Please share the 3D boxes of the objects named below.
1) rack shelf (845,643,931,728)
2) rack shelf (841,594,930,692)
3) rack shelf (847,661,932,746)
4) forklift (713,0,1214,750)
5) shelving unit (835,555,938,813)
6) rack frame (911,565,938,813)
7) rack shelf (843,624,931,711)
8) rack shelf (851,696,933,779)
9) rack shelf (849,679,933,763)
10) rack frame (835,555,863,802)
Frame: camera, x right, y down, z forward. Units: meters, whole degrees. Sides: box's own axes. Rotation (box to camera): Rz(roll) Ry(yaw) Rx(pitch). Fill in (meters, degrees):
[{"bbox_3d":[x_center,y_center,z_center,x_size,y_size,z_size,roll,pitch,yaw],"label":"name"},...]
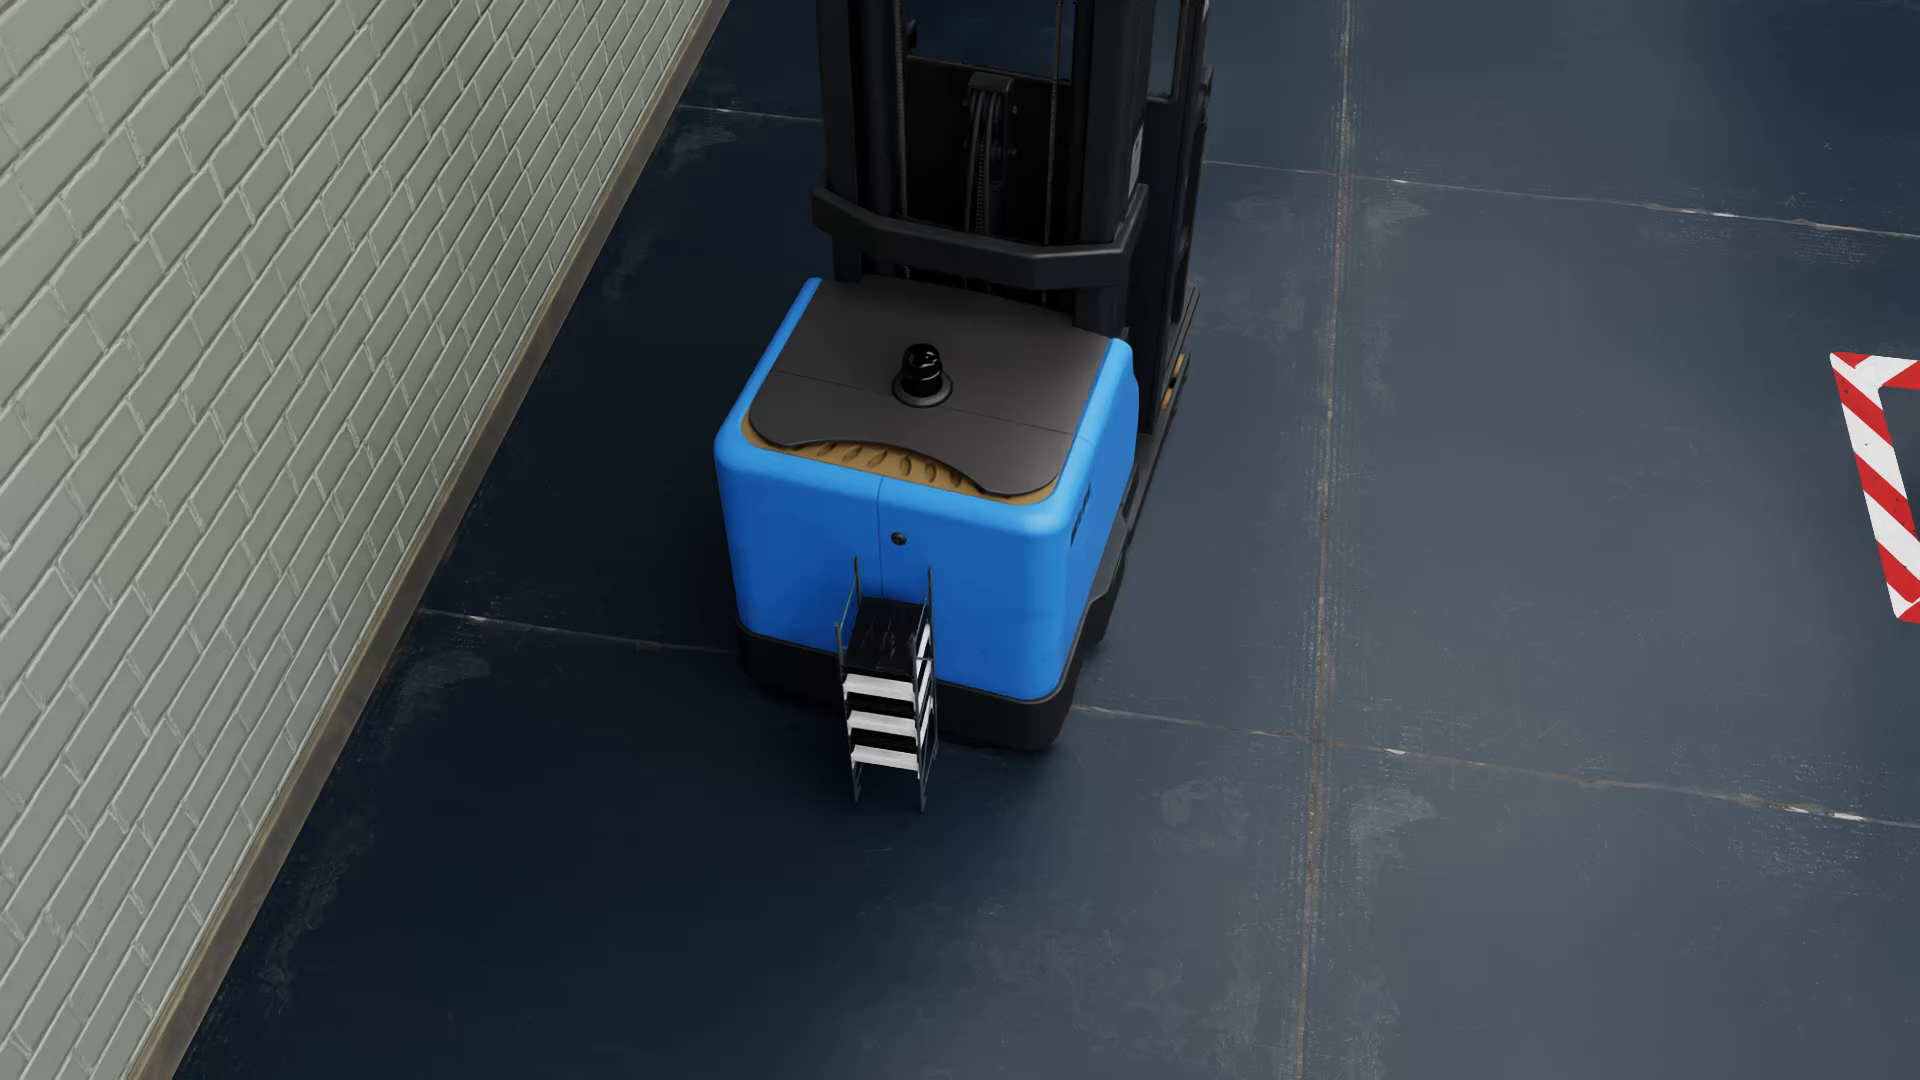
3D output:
[{"bbox_3d":[-0.198,0.395,4.706,0.200,0.077,0.258,8,51,7],"label":"rack shelf"},{"bbox_3d":[-0.200,0.281,4.566,0.200,0.077,0.258,8,51,7],"label":"rack shelf"},{"bbox_3d":[-0.197,0.452,4.775,0.200,0.077,0.258,8,51,7],"label":"rack shelf"},{"bbox_3d":[0.228,-1.460,5.091,1.130,2.935,3.031,13,49,12],"label":"forklift"},{"bbox_3d":[-0.197,0.431,4.749,0.210,0.900,0.258,8,51,7],"label":"shelving unit"},{"bbox_3d":[-0.097,0.445,4.737,0.006,0.900,0.240,8,51,7],"label":"rack frame"},{"bbox_3d":[-0.199,0.338,4.636,0.200,0.077,0.258,8,51,7],"label":"rack shelf"},{"bbox_3d":[-0.195,0.566,4.915,0.200,0.077,0.258,8,51,7],"label":"rack shelf"},{"bbox_3d":[-0.196,0.509,4.845,0.200,0.077,0.258,8,51,7],"label":"rack shelf"},{"bbox_3d":[-0.297,0.417,4.762,0.006,0.900,0.240,8,51,7],"label":"rack frame"}]
